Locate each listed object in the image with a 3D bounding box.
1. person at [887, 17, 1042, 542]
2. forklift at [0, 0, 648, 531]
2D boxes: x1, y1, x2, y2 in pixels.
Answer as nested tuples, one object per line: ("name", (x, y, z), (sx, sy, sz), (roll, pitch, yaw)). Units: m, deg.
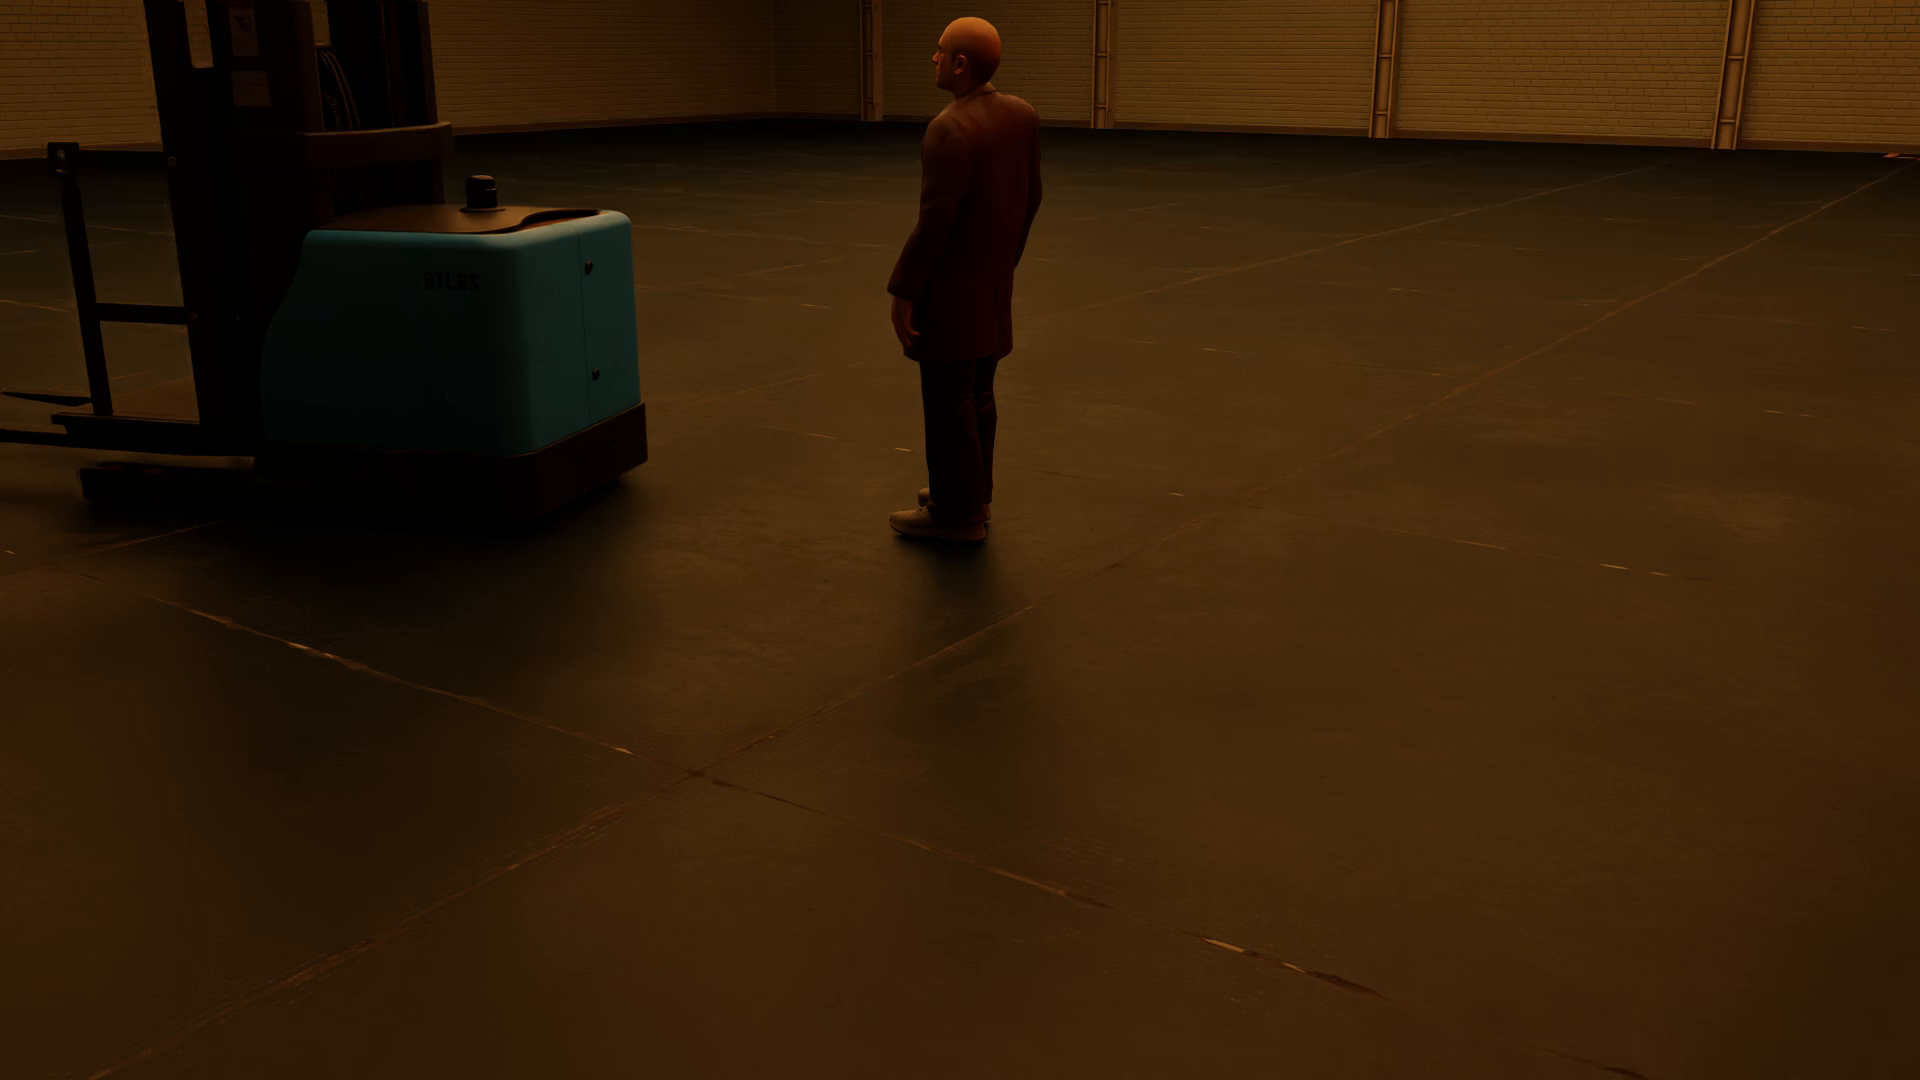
("person", (-0.072, -0.874, 5.745), (0.582, 1.775, 0.694), (11, 20, 33))
("forklift", (-2.850, -1.652, 6.356), (3.031, 2.935, 1.130), (4, 17, 15))
